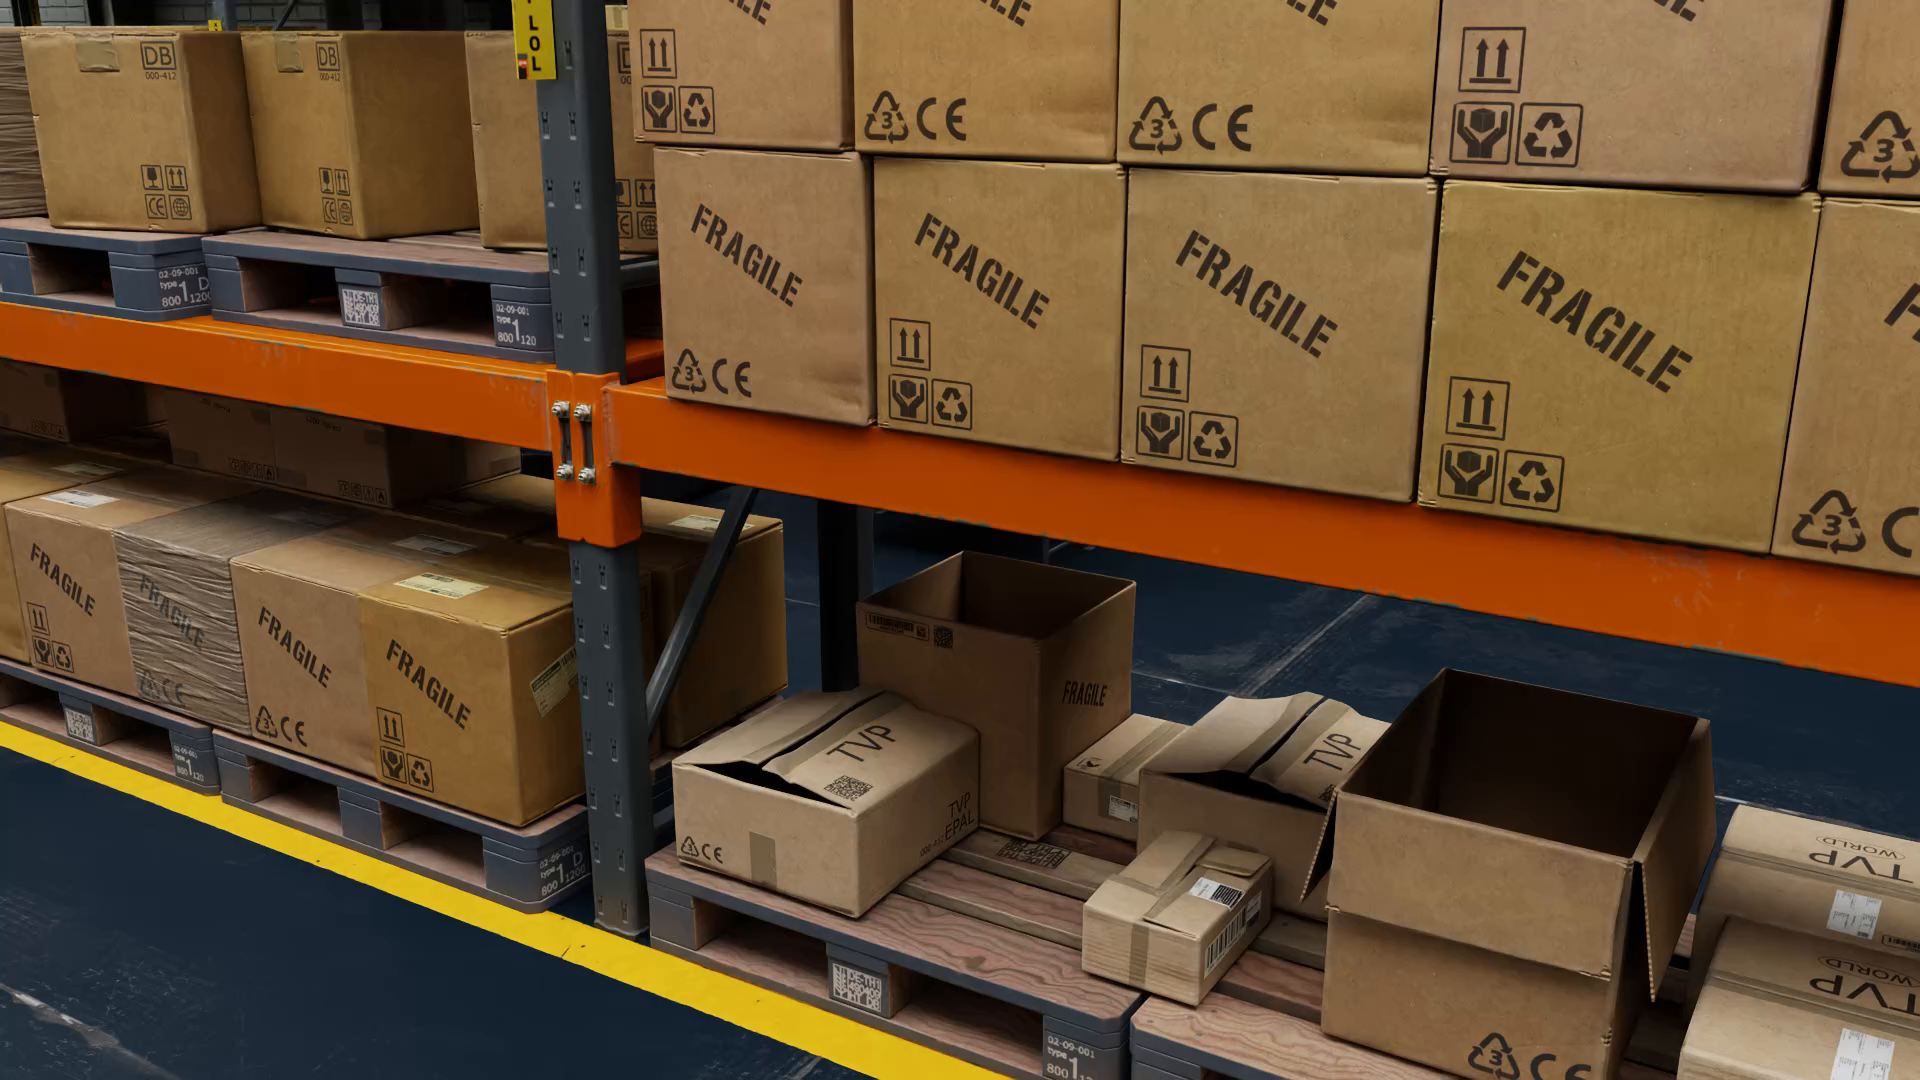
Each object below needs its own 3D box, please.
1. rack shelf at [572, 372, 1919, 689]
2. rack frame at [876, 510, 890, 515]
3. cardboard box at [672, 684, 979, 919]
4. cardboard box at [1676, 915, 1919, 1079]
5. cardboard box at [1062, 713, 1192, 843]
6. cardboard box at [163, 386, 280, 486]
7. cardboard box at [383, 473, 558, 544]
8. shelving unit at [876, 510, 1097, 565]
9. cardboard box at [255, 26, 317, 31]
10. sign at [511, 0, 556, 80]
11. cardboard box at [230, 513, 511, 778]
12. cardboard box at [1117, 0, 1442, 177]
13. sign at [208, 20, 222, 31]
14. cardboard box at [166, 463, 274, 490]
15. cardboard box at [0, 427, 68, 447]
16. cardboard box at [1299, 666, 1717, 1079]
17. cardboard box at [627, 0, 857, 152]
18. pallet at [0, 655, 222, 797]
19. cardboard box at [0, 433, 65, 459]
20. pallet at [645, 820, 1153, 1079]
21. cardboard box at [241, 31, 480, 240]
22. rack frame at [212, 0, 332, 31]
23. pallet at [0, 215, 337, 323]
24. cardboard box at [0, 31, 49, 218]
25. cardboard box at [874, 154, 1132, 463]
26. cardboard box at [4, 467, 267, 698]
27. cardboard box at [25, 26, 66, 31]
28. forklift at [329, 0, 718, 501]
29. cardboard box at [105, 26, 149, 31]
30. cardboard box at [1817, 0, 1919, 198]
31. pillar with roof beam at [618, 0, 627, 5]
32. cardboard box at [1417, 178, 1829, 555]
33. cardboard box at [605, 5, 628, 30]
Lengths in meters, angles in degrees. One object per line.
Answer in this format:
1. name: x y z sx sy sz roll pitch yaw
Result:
1. rack shelf: 1.163 0.006 2.938 4.000 0.370 1.077 10 20 30
2. rack frame: -0.427 -0.615 6.969 0.032 1.125 0.500 10 20 30
3. cardboard box: -0.297 0.551 3.775 0.500 0.311 0.500 10 20 30
4. cardboard box: 1.481 0.898 2.739 0.500 0.250 0.500 10 20 30
5. cardboard box: 0.443 0.570 3.992 0.250 0.149 0.380 10 20 30
6. cardboard box: -2.106 -0.378 5.217 0.500 0.250 0.500 10 19 29
7. cardboard box: -1.287 0.131 4.833 0.500 0.500 0.500 10 20 31
8. shelving unit: 0.006 -0.537 6.714 1.048 1.125 0.538 10 20 30
9. cardboard box: -5.060 -3.506 12.197 0.500 0.500 0.500 10 19 29
10. sign: -0.829 -1.058 3.212 0.005 0.325 0.100 10 20 30
11. cardboard box: -1.529 0.262 4.402 0.500 0.500 0.500 10 20 30
12. cardboard box: 0.590 -0.870 2.694 0.500 0.500 0.500 9 19 28
13. sign: -5.047 -3.365 11.309 0.005 0.325 0.100 10 20 30
14. cardboard box: -2.139 -0.024 5.343 0.500 0.500 0.500 9 19 28
15. cardboard box: -3.030 -0.181 5.860 0.500 0.500 0.500 11 20 32
16. cardboard box: 1.062 0.626 3.197 0.637 0.503 0.797 10 20 30
17. cardboard box: -0.287 -1.027 3.209 0.500 0.500 0.500 11 20 31
18. pallet: -2.298 0.392 5.226 1.213 0.211 1.003 10 20 30
19. cardboard box: -3.263 -0.047 5.418 0.500 0.500 0.500 9 19 28
20. pallet: 0.043 0.797 3.895 1.213 0.211 1.003 10 20 30
21. cardboard box: -1.447 -1.107 4.471 0.500 0.500 0.700 14 22 39
22. rack frame: -4.769 -3.087 11.881 0.127 3.000 1.000 10 20 30
23. pallet: -2.290 -0.864 4.895 1.213 0.211 1.003 10 20 30
24. cardboard box: -2.675 -1.245 4.925 0.500 0.500 0.700 15 22 40
25. cardboard box: 0.188 -0.468 3.089 0.500 0.500 0.500 11 20 31
26. cardboard box: -2.390 0.109 4.906 0.500 0.500 0.500 9 19 28
27. cardboard box: -6.629 -3.611 12.542 0.500 0.500 0.500 11 20 32
28. forklift: -2.543 -1.732 7.541 3.031 2.935 1.130 7 18 23
29. cardboard box: -5.762 -3.453 12.021 0.500 0.500 0.500 10 20 30
30. cardboard box: 1.469 -0.714 2.178 0.500 0.500 0.500 11 20 32
31. pillar with roof beam: -4.269 -4.694 6.853 0.400 9.000 9.100 10 20 30
32. cardboard box: 1.047 -0.314 2.583 0.500 0.500 0.500 10 19 29
33. cardboard box: -1.952 -3.137 10.003 0.250 0.149 0.380 7 18 21
